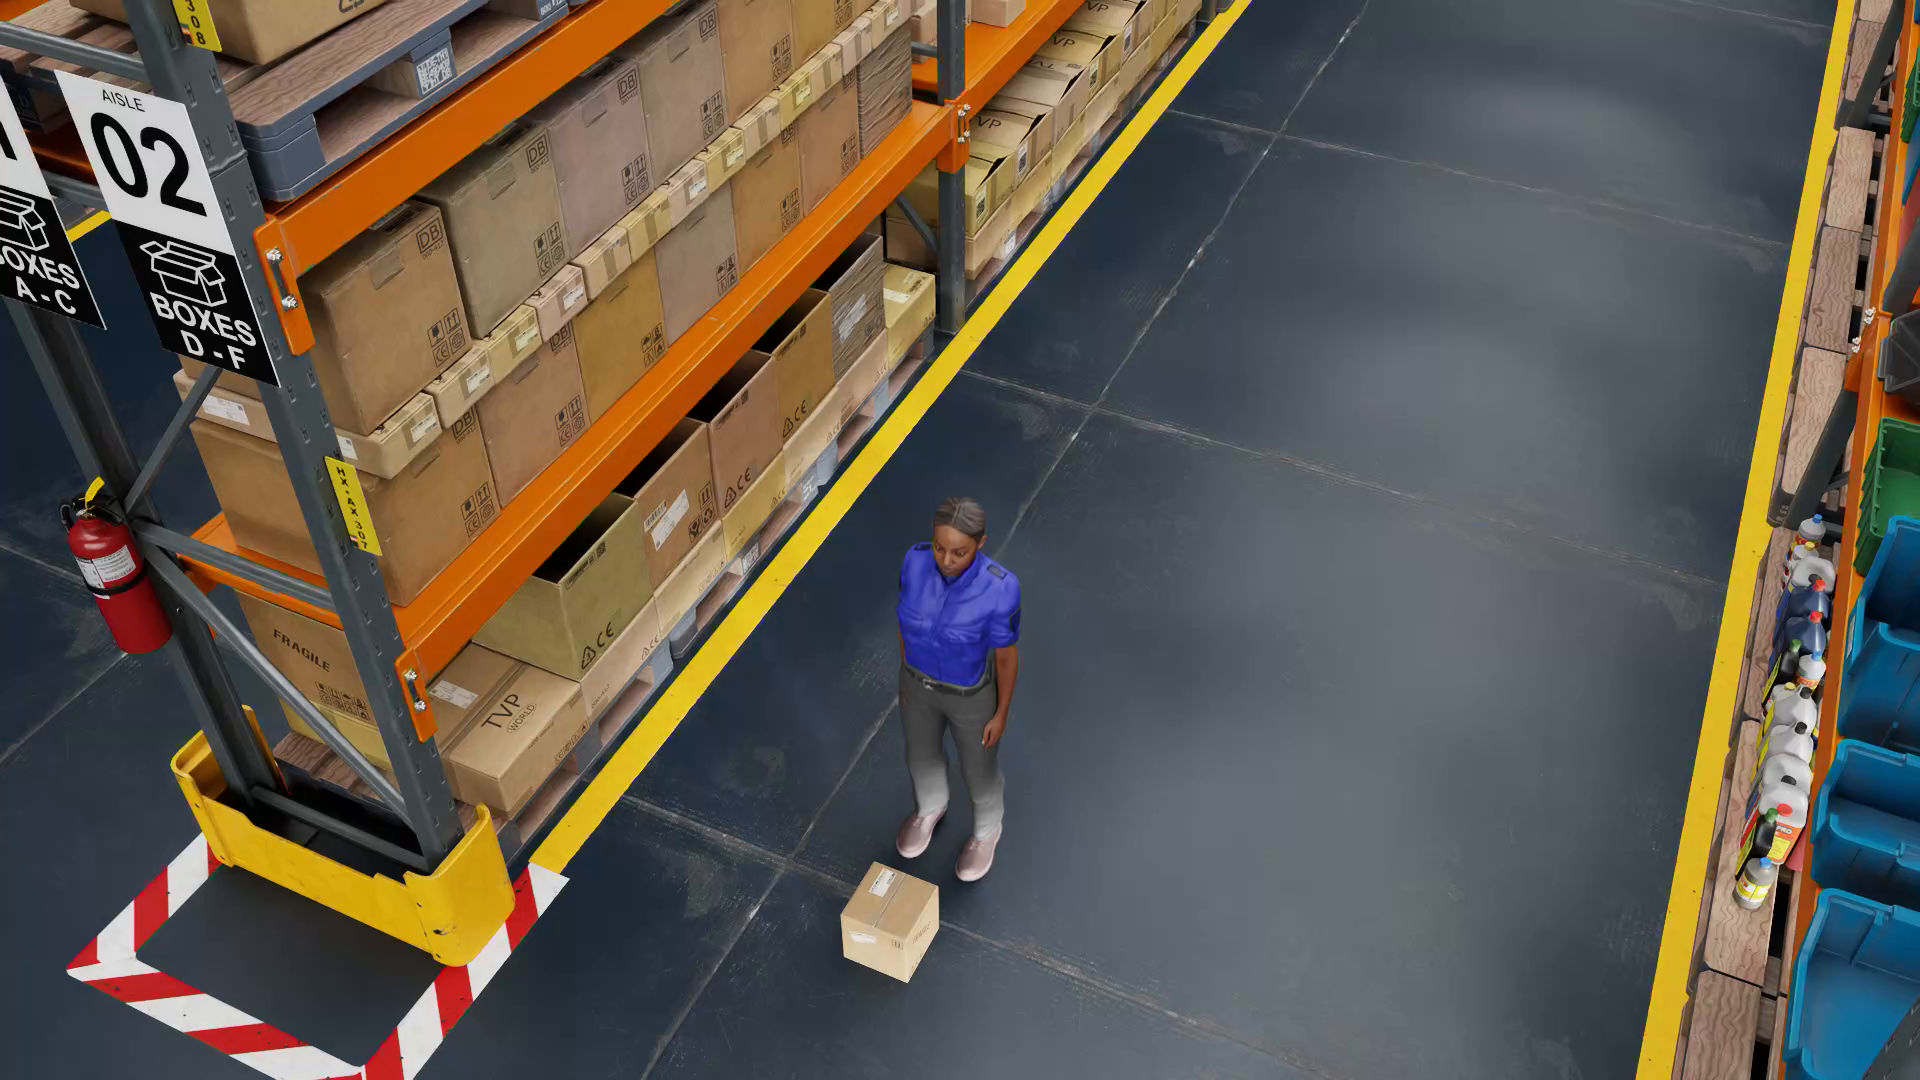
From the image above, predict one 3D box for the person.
[{"bbox_3d":[-0.014,0.507,5.608,0.436,1.658,0.304,19,45,19],"label":"person"}]
